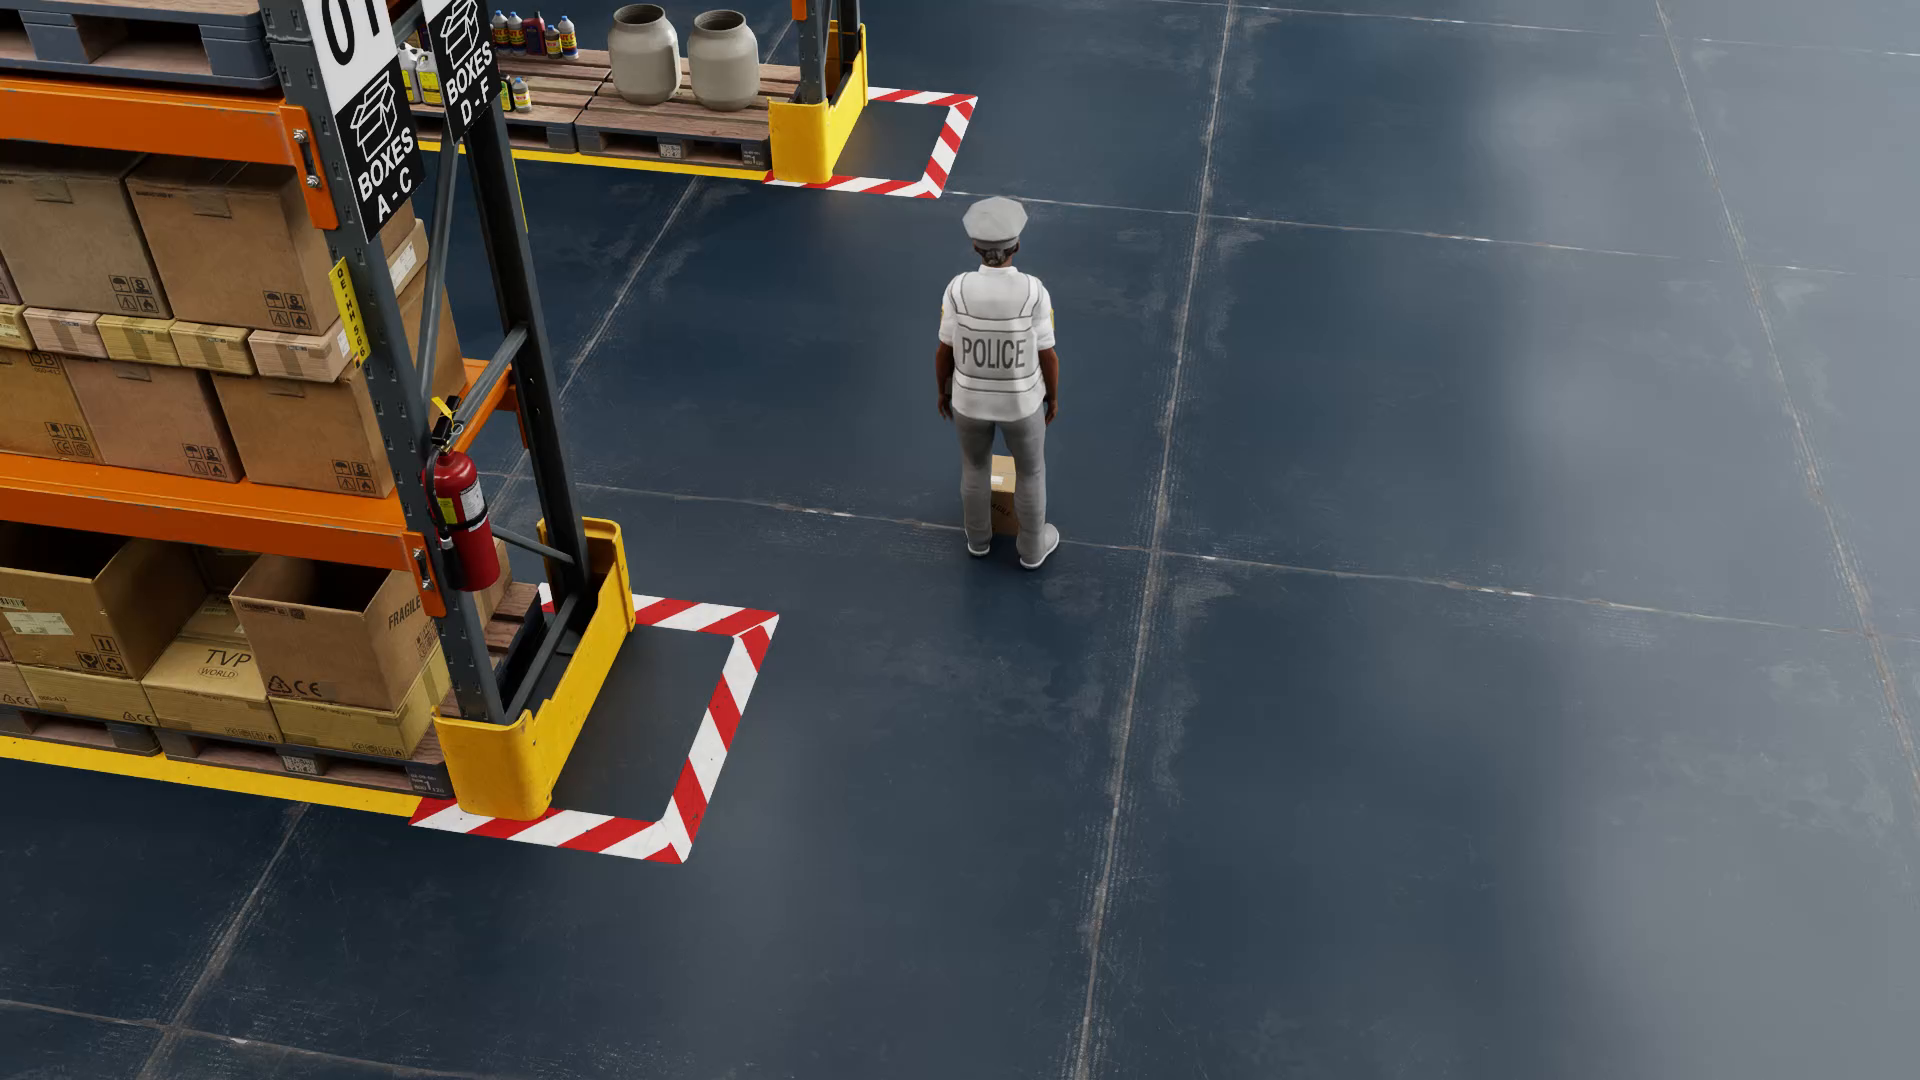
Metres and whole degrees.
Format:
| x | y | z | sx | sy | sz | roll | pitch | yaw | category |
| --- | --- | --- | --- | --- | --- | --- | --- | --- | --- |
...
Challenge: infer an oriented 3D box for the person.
| x | y | z | sx | sy | sz | roll | pitch | yaw | category |
| --- | --- | --- | --- | --- | --- | --- | --- | --- | --- |
| 0.168 | -0.594 | 6.843 | 0.531 | 1.664 | 0.420 | 5 | 41 | 5 | person |
